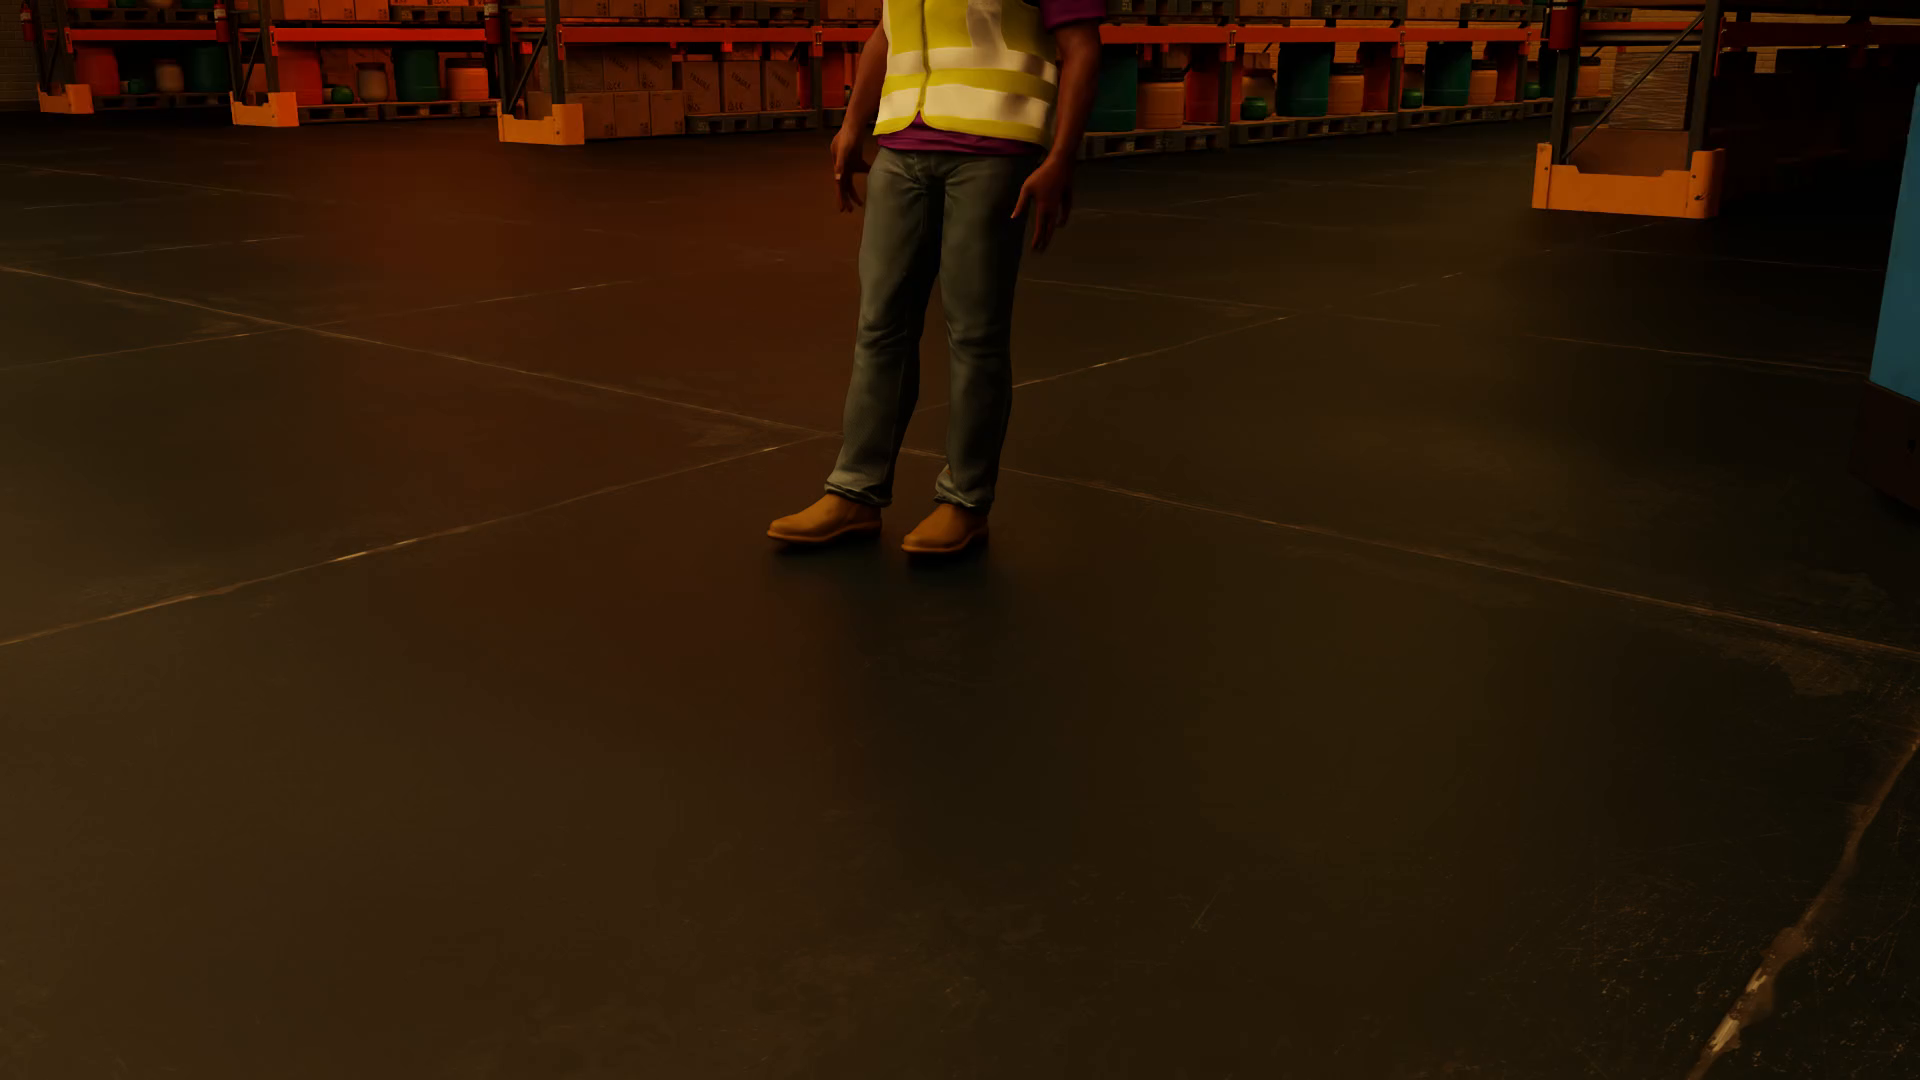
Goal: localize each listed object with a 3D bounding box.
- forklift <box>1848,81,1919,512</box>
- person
[{"bbox_3d":[3.762,-1.352,3.351,3.031,2.935,1.130,1,17,3],"label":"forklift"},{"bbox_3d":[-0.049,-0.838,3.636,0.666,1.765,0.577,13,21,37],"label":"person"}]
